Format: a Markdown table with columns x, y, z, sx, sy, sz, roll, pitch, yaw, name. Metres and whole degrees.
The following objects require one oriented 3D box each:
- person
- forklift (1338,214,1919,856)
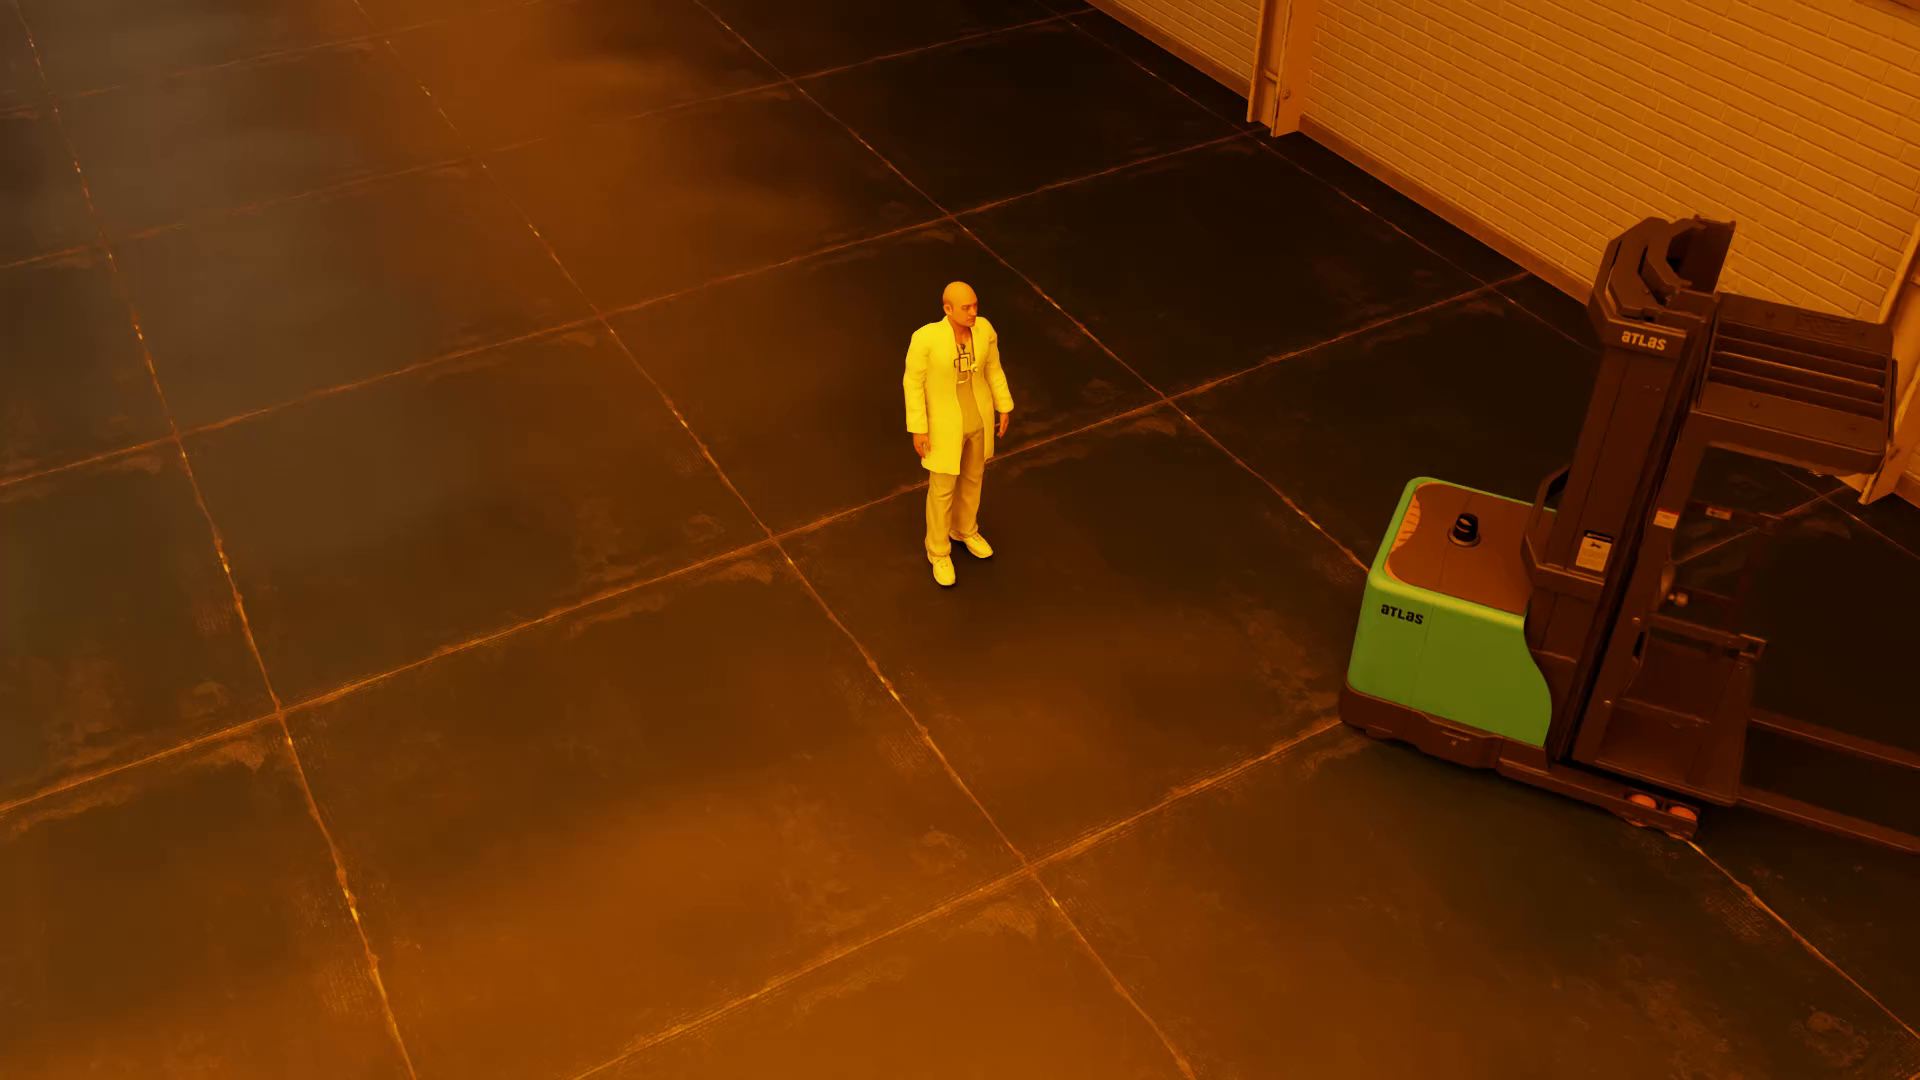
| x | y | z | sx | sy | sz | roll | pitch | yaw | name |
| --- | --- | --- | --- | --- | --- | --- | --- | --- | --- |
| 0.043 | -0.638 | 9.697 | 0.698 | 1.778 | 0.578 | -20 | 44 | -23 | person |
| 3.624 | 0.007 | 8.027 | 3.031 | 2.935 | 1.130 | 17 | 42 | 19 | forklift |
